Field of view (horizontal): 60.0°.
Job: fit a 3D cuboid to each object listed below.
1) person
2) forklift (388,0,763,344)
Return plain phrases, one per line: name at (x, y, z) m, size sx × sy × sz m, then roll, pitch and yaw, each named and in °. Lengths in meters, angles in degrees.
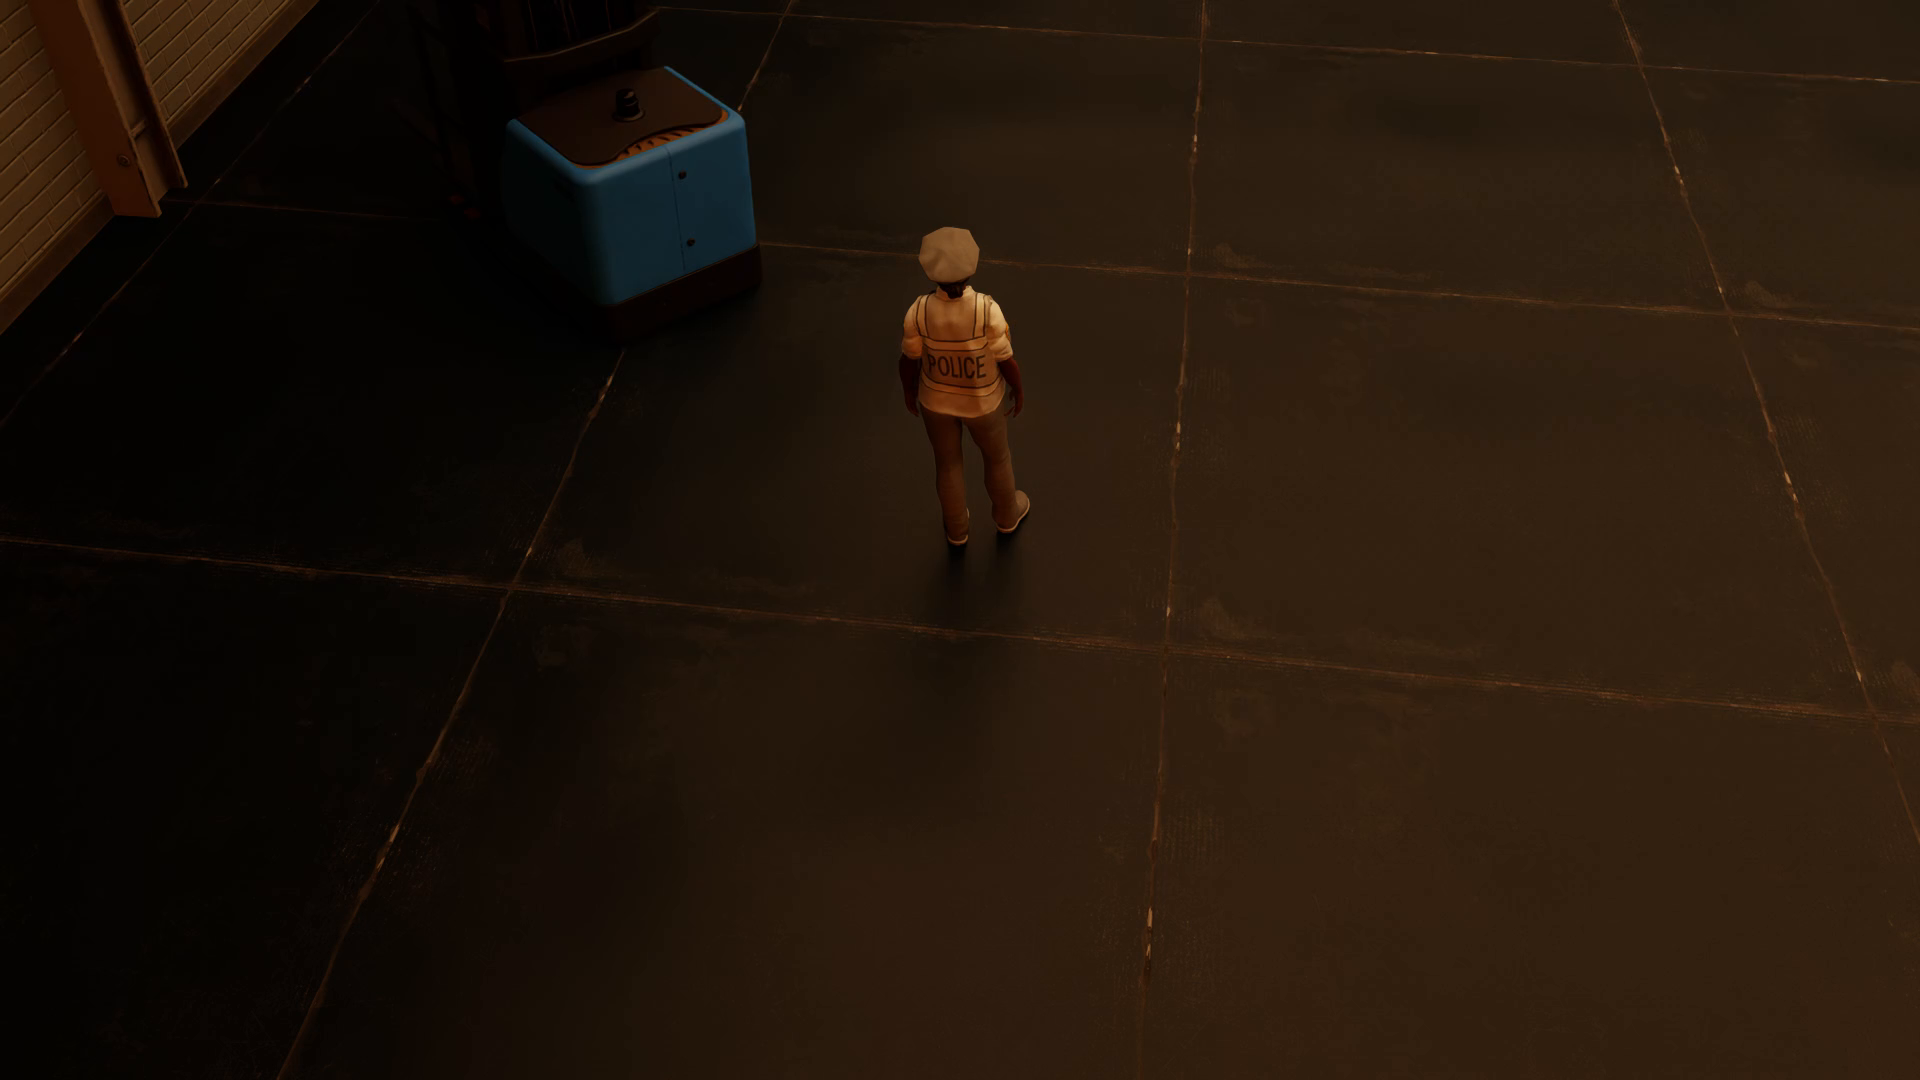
person at (0.029, -0.678, 7.365) m, size 0.570 × 1.695 × 0.530 m, roll 5°, pitch 43°, yaw 6°
forklift at (-2.436, -3.069, 9.065) m, size 1.130 × 2.935 × 3.031 m, roll -29°, pitch 50°, yaw -28°
